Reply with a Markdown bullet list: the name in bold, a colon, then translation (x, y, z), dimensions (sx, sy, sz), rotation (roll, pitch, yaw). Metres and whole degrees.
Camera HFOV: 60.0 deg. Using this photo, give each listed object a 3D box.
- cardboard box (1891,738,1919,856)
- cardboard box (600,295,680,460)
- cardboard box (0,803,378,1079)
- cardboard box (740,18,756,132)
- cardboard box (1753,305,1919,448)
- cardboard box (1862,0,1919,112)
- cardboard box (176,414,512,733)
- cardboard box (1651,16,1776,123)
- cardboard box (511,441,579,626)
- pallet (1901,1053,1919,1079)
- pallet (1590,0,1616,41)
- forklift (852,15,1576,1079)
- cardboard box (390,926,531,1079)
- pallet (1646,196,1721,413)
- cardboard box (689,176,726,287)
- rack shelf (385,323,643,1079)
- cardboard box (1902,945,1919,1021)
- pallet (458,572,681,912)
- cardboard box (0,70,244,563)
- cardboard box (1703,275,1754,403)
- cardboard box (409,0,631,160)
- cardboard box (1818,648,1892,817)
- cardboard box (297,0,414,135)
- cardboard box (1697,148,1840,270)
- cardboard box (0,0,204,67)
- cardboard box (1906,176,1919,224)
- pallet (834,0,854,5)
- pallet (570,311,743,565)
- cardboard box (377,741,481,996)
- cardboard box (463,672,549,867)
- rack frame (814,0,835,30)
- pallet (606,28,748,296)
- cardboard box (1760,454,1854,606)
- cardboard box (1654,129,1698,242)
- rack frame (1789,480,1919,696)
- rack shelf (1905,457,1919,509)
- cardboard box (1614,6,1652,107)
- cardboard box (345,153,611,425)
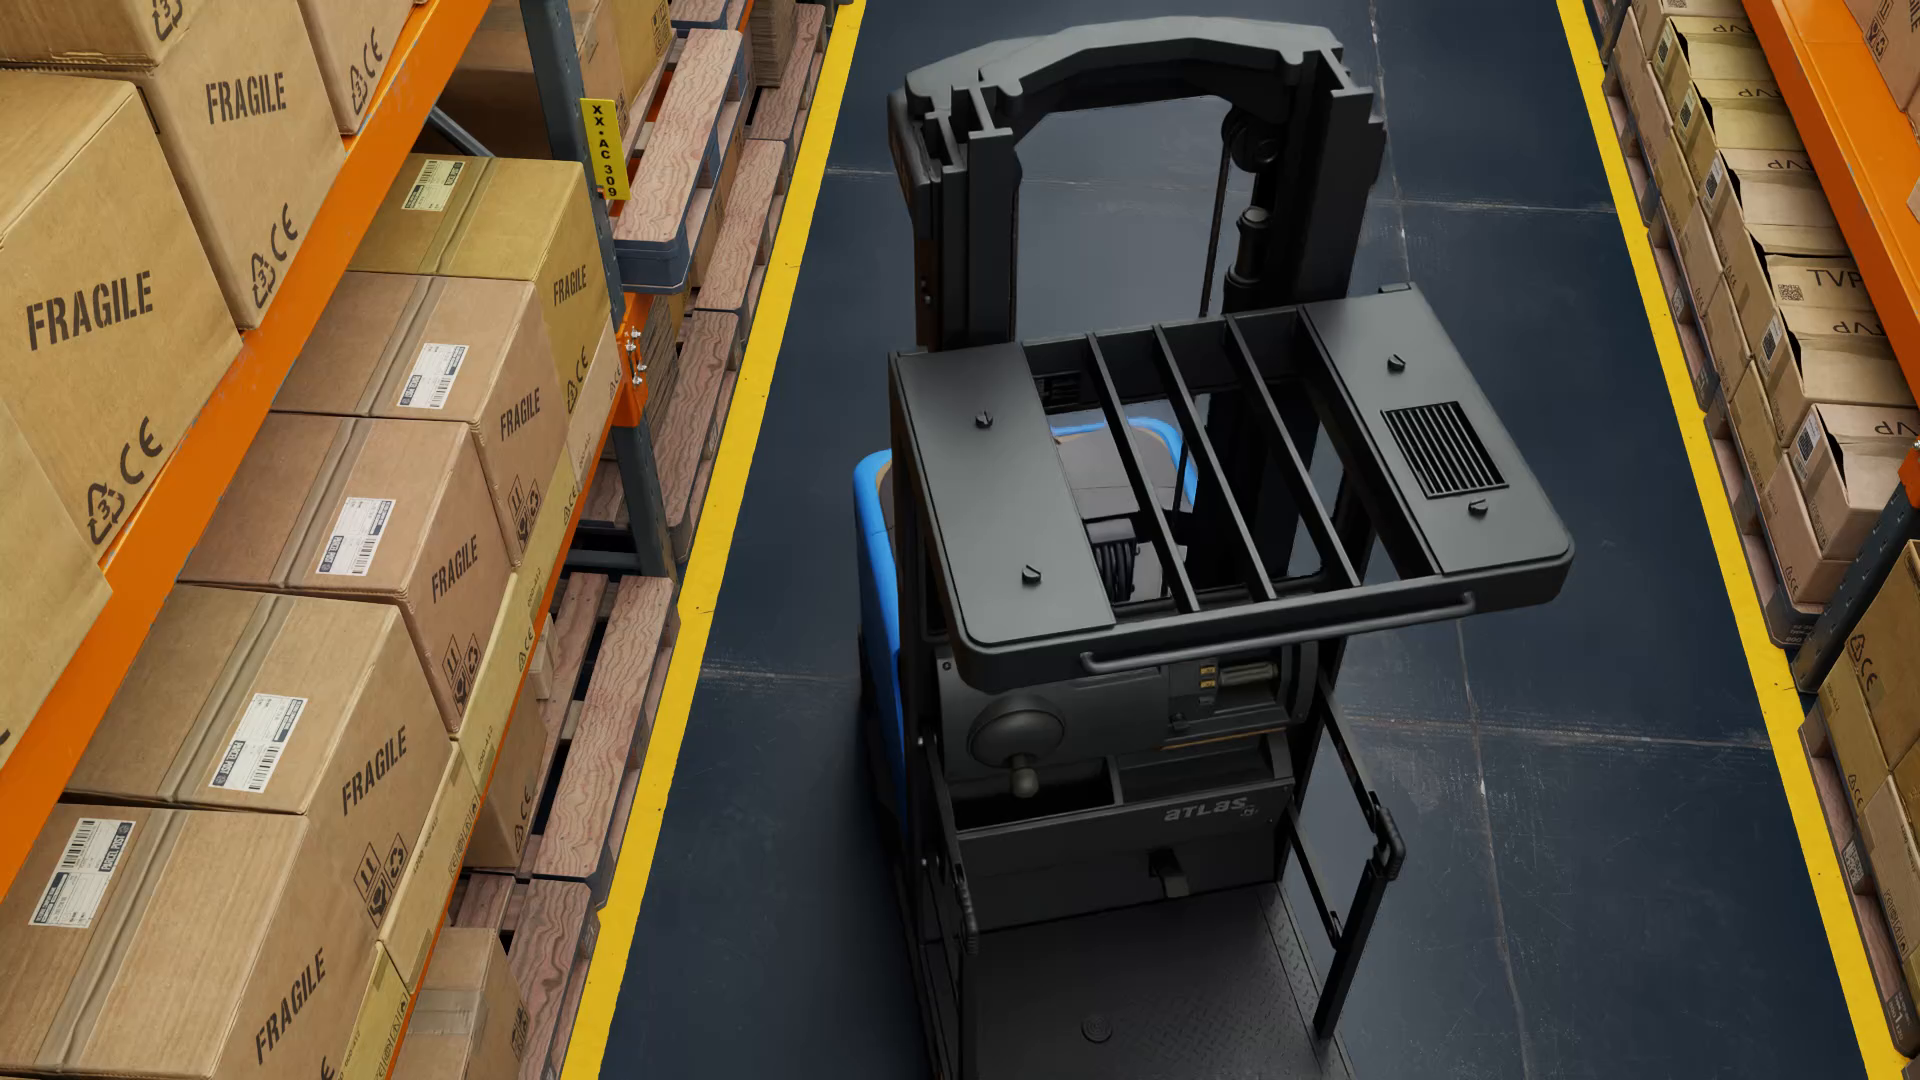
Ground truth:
- **cardboard box**: translation (3.015, 0.730, 4.620), dimensions (0.500, 0.500, 0.500), rotation (4, 48, 4)
- **cardboard box**: translation (-1.477, -0.668, 6.224), dimensions (0.700, 0.500, 0.500), rotation (5, 48, 5)
- **cardboard box**: translation (-1.440, 0.837, 3.032), dimensions (0.500, 0.500, 0.500), rotation (2, 48, 2)
- **cardboard box**: translation (-1.339, -2.162, 7.590), dimensions (0.700, 0.500, 0.500), rotation (4, 48, 3)
- **cardboard box**: translation (3.199, -0.593, 5.958), dimensions (0.500, 0.311, 0.500), rotation (5, 48, 5)
- **cardboard box**: translation (3.586, -1.843, 5.835), dimensions (0.500, 0.500, 0.500), rotation (4, 48, 4)
- **cardboard box**: translation (-1.359, 0.075, 3.729), dimensions (0.500, 0.500, 0.500), rotation (3, 48, 2)
- **cardboard box**: translation (3.391, -2.081, 7.319), dimensions (0.500, 0.311, 0.500), rotation (3, 48, 3)
- **cardboard box**: translation (-1.322, -0.043, 4.345), dimensions (0.500, 0.250, 0.500), rotation (4, 48, 4)
- **pallet**: translation (3.184, 1.931, 4.341), dimensions (1.003, 0.211, 1.213), rotation (4, 48, 4)
- **pallet**: translation (3.877, -3.035, 8.883), dimensions (1.003, 0.211, 1.213), rotation (4, 48, 4)
- **forklift**: translation (0.450, 0.471, 3.833), dimensions (1.130, 2.935, 3.031), rotation (-8, 48, -8)
- **cardboard box**: translation (-1.570, 1.357, 4.372), dimensions (0.700, 0.500, 0.500), rotation (1, 48, 1)
- **pallet**: translation (3.543, -0.992, 7.014), dimensions (1.003, 0.211, 1.213), rotation (4, 48, 4)
- **cardboard box**: translation (-1.393, -1.423, 6.915), dimensions (0.700, 0.500, 0.500), rotation (4, 48, 4)
- **rack shelf**: translation (-1.709, 0.892, 3.889), dimensions (1.077, 0.370, 4.000), rotation (4, 48, 4)
- **cardboard box**: translation (2.961, 1.350, 4.561), dimensions (0.500, 0.250, 0.500), rotation (4, 48, 4)
- **pallet**: translation (-1.553, 0.616, 5.543), dimensions (1.003, 0.211, 1.213), rotation (4, 48, 4)
- **cardboard box**: translation (-1.457, -0.332, 2.407), dimensions (0.500, 0.500, 0.500), rotation (7, 48, 6)
- **cardboard box**: translation (3.249, -0.776, 6.506), dimensions (0.500, 0.250, 0.500), rotation (5, 48, 4)
- **cardboard box**: translation (-1.447, -1.375, 5.109), dimensions (0.700, 0.500, 0.500), rotation (4, 48, 4)
- **cardboard box**: translation (3.062, 0.616, 5.232), dimensions (0.500, 0.250, 0.500), rotation (4, 48, 4)
- **cardboard box**: translation (-1.386, -1.115, 3.123), dimensions (0.500, 0.500, 0.500), rotation (0, 48, 0)
- **cardboard box**: translation (3.296, -1.329, 6.631), dimensions (0.500, 0.311, 0.500), rotation (3, 48, 3)
- **cardboard box**: translation (-1.379, -1.037, 2.374), dimensions (0.500, 0.500, 0.500), rotation (2, 48, 2)
- **cardboard box**: translation (3.304, -1.103, 5.318), dimensions (0.396, 0.266, 0.258), rotation (3, 48, 3)
- **pallet**: translation (-1.016, -3.393, 9.211), dimensions (1.003, 0.211, 1.213), rotation (4, 48, 4)
- **pallet**: translation (-1.458, -0.452, 6.520), dimensions (1.003, 0.211, 1.213), rotation (4, 48, 4)
- **cardboard box**: translation (-1.397, 0.697, 3.667), dimensions (0.500, 0.250, 0.500), rotation (4, 48, 4)
- **cardboard box**: translation (-1.582, 0.640, 5.028), dimensions (0.500, 0.500, 0.500), rotation (1, 48, 1)
- **rack frame**: translation (-1.163, -3.760, 7.656), dimensions (1.000, 3.000, 0.127), rotation (4, 48, 4)
- **pallet**: translation (-1.313, -1.308, 5.543), dimensions (1.003, 0.211, 1.213), rotation (4, 48, 4)
- **cardboard box**: translation (3.155, -0.028, 5.822), dimensions (0.500, 0.250, 0.500), rotation (3, 48, 3)
- **cardboard box**: translation (3.344, -1.526, 7.192), dimensions (0.500, 0.250, 0.500), rotation (3, 48, 2)
- **rack frame**: translation (3.406, -0.490, 4.666), dimensions (1.000, 3.000, 0.127), rotation (4, 48, 4)
- **rack shelf**: translation (3.224, 1.222, 3.587), dimensions (1.077, 0.370, 4.000), rotation (4, 48, 4)
- **cardboard box**: translation (3.431, -2.278, 7.880), dimensions (0.500, 0.250, 0.500), rotation (4, 48, 3)
- **cardboard box**: translation (-1.262, -0.662, 4.402), dimensions (0.500, 0.500, 0.500), rotation (4, 48, 3)
